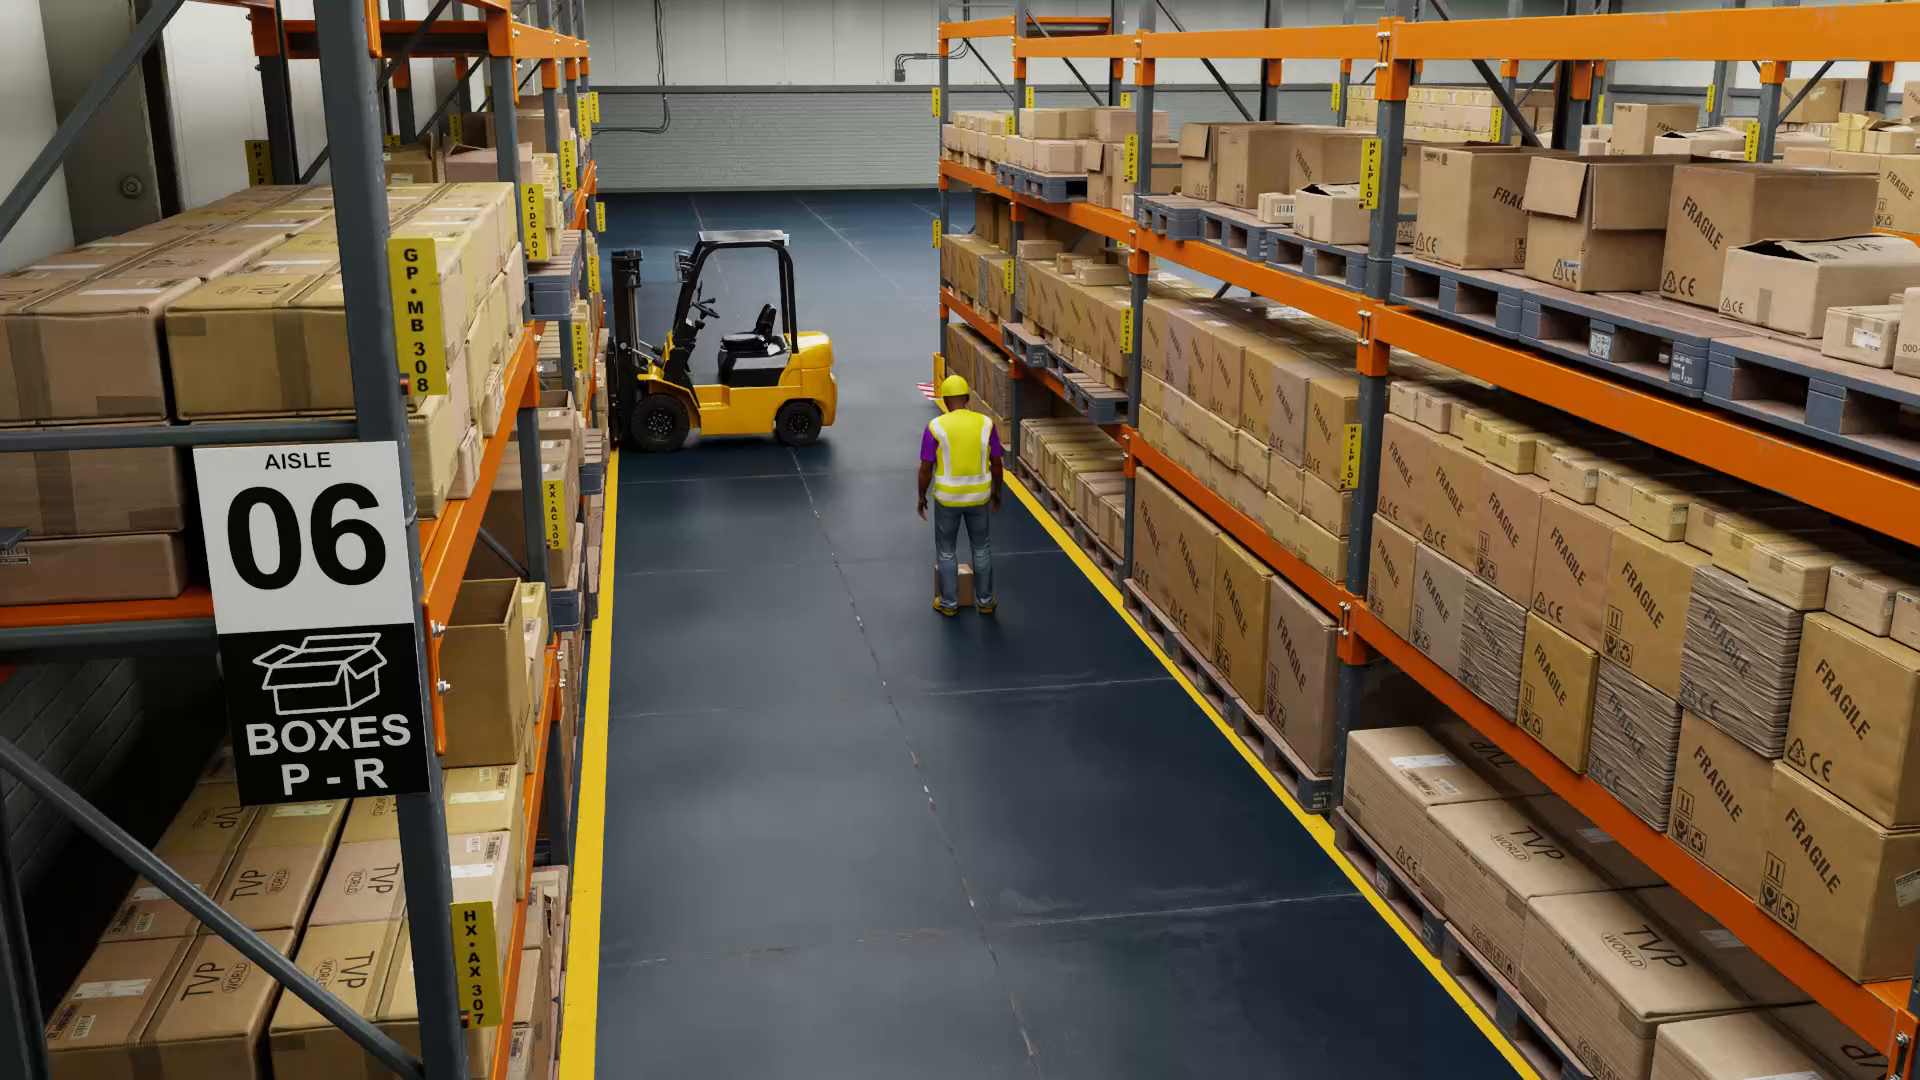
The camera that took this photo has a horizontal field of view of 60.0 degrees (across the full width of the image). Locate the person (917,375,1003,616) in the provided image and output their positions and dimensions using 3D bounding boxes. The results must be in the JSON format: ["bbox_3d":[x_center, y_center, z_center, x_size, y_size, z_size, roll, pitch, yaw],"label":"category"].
[{"bbox_3d":[0.003,-0.322,12.106,0.638,1.761,0.457,-4,17,-12],"label":"person"}]
